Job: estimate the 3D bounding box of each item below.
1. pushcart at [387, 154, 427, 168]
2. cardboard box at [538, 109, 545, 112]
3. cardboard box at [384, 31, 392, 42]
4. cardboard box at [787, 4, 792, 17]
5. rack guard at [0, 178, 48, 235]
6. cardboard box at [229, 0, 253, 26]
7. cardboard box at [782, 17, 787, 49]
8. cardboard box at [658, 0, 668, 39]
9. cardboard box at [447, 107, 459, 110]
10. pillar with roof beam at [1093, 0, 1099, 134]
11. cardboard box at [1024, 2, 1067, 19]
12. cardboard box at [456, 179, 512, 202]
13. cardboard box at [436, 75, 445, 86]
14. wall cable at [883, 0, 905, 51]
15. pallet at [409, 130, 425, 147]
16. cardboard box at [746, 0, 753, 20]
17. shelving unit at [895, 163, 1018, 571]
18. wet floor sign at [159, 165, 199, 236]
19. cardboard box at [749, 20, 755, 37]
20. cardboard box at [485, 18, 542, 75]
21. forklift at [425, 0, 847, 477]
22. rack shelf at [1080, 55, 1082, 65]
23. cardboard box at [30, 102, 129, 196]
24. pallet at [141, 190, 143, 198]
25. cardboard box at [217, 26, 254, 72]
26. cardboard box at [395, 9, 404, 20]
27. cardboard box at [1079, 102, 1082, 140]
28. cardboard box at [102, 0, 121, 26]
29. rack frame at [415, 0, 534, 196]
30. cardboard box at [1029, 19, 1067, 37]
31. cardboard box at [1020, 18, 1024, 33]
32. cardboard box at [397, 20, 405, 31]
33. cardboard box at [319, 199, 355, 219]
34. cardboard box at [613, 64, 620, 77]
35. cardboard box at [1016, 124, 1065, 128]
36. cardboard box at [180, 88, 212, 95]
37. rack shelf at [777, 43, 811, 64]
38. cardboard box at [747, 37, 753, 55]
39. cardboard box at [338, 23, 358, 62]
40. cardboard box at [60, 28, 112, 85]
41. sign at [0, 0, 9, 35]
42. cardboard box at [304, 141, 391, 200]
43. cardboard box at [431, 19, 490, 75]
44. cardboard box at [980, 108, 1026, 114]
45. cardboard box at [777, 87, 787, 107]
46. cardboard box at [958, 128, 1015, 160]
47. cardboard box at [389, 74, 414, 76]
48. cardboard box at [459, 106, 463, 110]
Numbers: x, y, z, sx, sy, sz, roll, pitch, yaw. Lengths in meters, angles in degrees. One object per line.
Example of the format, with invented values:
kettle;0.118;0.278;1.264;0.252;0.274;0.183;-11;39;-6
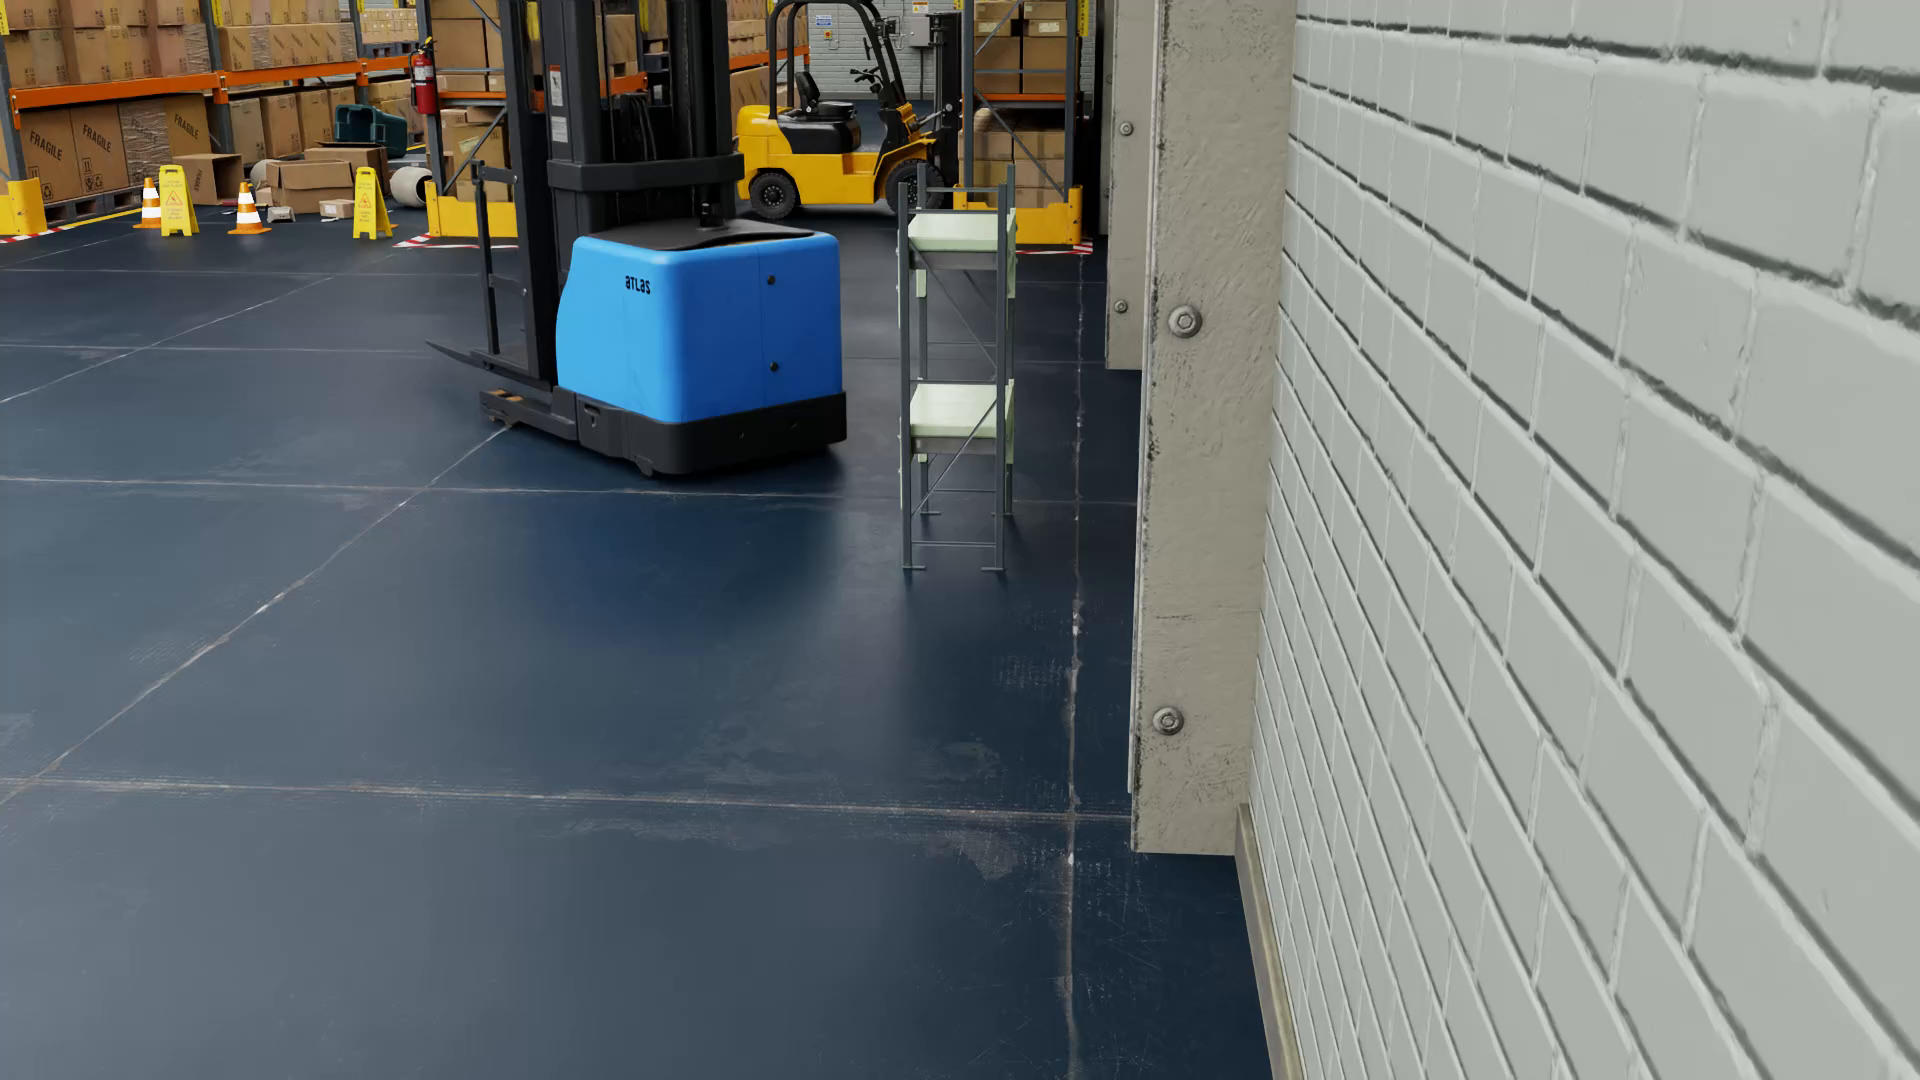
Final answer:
pushcart;-6.409;-4.330;19.532;1.648;0.377;0.936;-5;19;-15
cardboard box;-4.563;-4.640;17.763;0.380;0.149;0.250;2;18;7
cardboard box;-8.499;-7.328;24.199;0.380;0.149;0.250;2;18;6
cardboard box;-3.152;-9.163;28.303;0.500;0.500;0.500;1;18;4
rack guard;-9.364;-3.182;15.832;1.175;0.500;0.348;1;18;4
cardboard box;-9.011;-6.457;20.045;0.700;0.500;0.500;1;18;3
cardboard box;-3.180;-8.524;27.958;0.500;0.500;0.500;1;18;4
cardboard box;-3.776;-6.224;19.788;0.500;0.500;0.500;1;18;4
cardboard box;-8.304;-6.881;26.445;0.500;0.500;0.500;1;18;3
pillar with roof beam;-1.951;-11.059;26.222;9.100;9.000;0.400;1;18;4
cardboard box;0.771;-4.786;15.031;0.380;0.149;0.250;1;18;3
cardboard box;-4.626;-3.456;16.395;0.500;0.250;0.500;1;18;4
cardboard box;-8.303;-7.236;26.324;0.500;0.250;0.500;1;18;2
wall cable;-1.474;-11.474;35.492;0.588;1.984;0.122;1;18;4
pallet;-8.641;-6.158;25.377;1.003;0.211;1.213;1;18;4
cardboard box;-3.425;-8.086;25.017;0.500;0.500;0.500;2;18;6
shelving unit;0.000;-0.711;6.683;0.431;1.500;0.755;1;18;4
wet floor sign;-7.389;-3.206;15.670;0.267;0.644;0.232;-2;18;-6
cardboard box;-3.406;-7.733;25.144;0.500;0.250;0.500;2;18;5
cardboard box;-4.107;-4.628;15.593;0.500;0.500;0.500;1;18;3
forklift;-1.907;-2.072;8.539;1.130;2.935;3.031;-15;24;-39
rack shelf;1.250;-6.953;24.480;1.077;0.370;4.000;1;18;4
cardboard box;-9.318;-4.053;17.213;0.875;0.875;0.875;1;18;3
pallet;-9.208;-4.061;18.976;1.003;0.211;1.213;1;18;4
cardboard box;-8.769;-5.825;19.722;0.500;0.500;0.500;1;18;5
cardboard box;-8.470;-7.773;24.601;0.380;0.149;0.250;2;18;6
cardboard box;1.472;-5.962;23.641;0.500;0.500;0.500;1;18;4
cardboard box;-9.266;-5.588;17.184;0.875;0.550;0.500;1;18;4
rack frame;-4.418;-4.299;15.225;1.000;3.000;0.127;1;18;4
cardboard box;0.817;-4.644;15.077;0.380;0.149;0.250;1;18;3
cardboard box;0.454;-5.133;16.569;0.380;0.149;0.250;1;18;4
cardboard box;-8.463;-7.630;24.641;0.380;0.149;0.250;1;18;3
cardboard box;-6.338;-3.396;17.048;0.380;0.149;0.250;12;22;32
cardboard box;-3.957;-5.158;18.251;0.380;0.149;0.250;1;18;4
cardboard box;0.789;-3.857;16.014;0.500;0.250;0.500;1;18;4
cardboard box;-13.315;-7.640;28.159;0.875;0.875;0.875;1;18;4
rack shelf;-3.414;-8.305;28.606;1.077;0.370;4.000;1;18;4
cardboard box;-3.431;-7.495;25.220;0.500;0.250;0.500;1;18;2
cardboard box;-8.553;-6.764;22.588;0.500;0.500;0.500;1;18;4
cardboard box;-9.198;-4.908;16.842;0.875;0.550;0.550;1;18;4
sign;-8.809;-4.813;15.275;0.100;0.325;0.005;1;18;4
cardboard box;-6.758;-4.070;18.316;0.797;0.637;0.503;1;18;4
cardboard box;-4.653;-4.662;15.696;0.500;0.500;0.500;1;18;3
cardboard box;0.473;-4.656;18.451;0.500;0.250;0.500;1;18;3
cardboard box;-3.342;-7.478;28.369;0.875;0.438;0.875;1;18;2
cardboard box;0.256;-3.707;15.555;0.500;0.250;0.500;2;18;6
cardboard box;-8.818;-7.249;26.365;0.500;0.250;0.500;0;18;1
cardboard box;-8.157;-7.196;27.494;0.380;0.149;0.250;2;18;6
